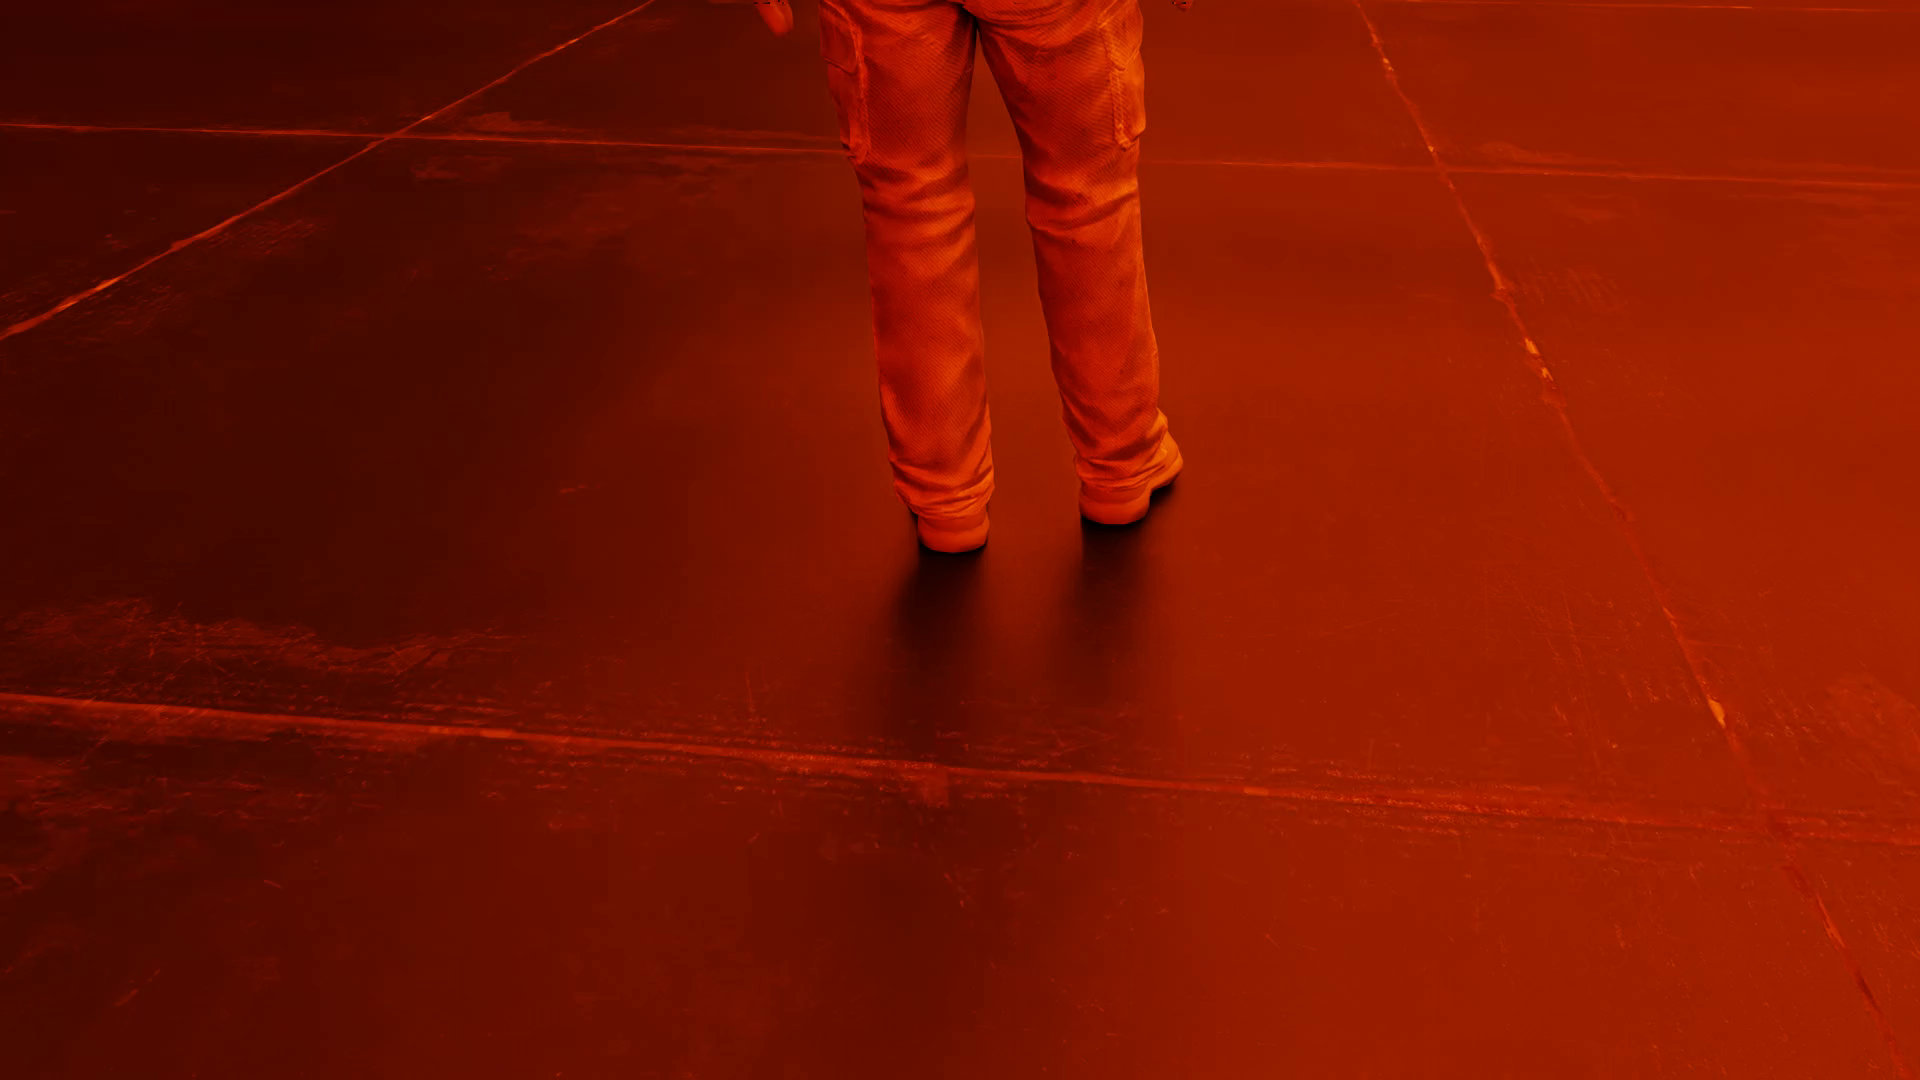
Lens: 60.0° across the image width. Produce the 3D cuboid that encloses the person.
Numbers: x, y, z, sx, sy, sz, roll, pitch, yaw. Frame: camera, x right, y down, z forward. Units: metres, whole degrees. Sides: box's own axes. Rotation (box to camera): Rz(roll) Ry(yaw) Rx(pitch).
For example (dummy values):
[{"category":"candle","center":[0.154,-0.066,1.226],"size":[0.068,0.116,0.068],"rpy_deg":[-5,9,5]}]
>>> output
[{"category":"person","center":[0.017,-0.836,2.162],"size":[0.656,1.784,0.575],"rpy_deg":[3,27,7]}]
